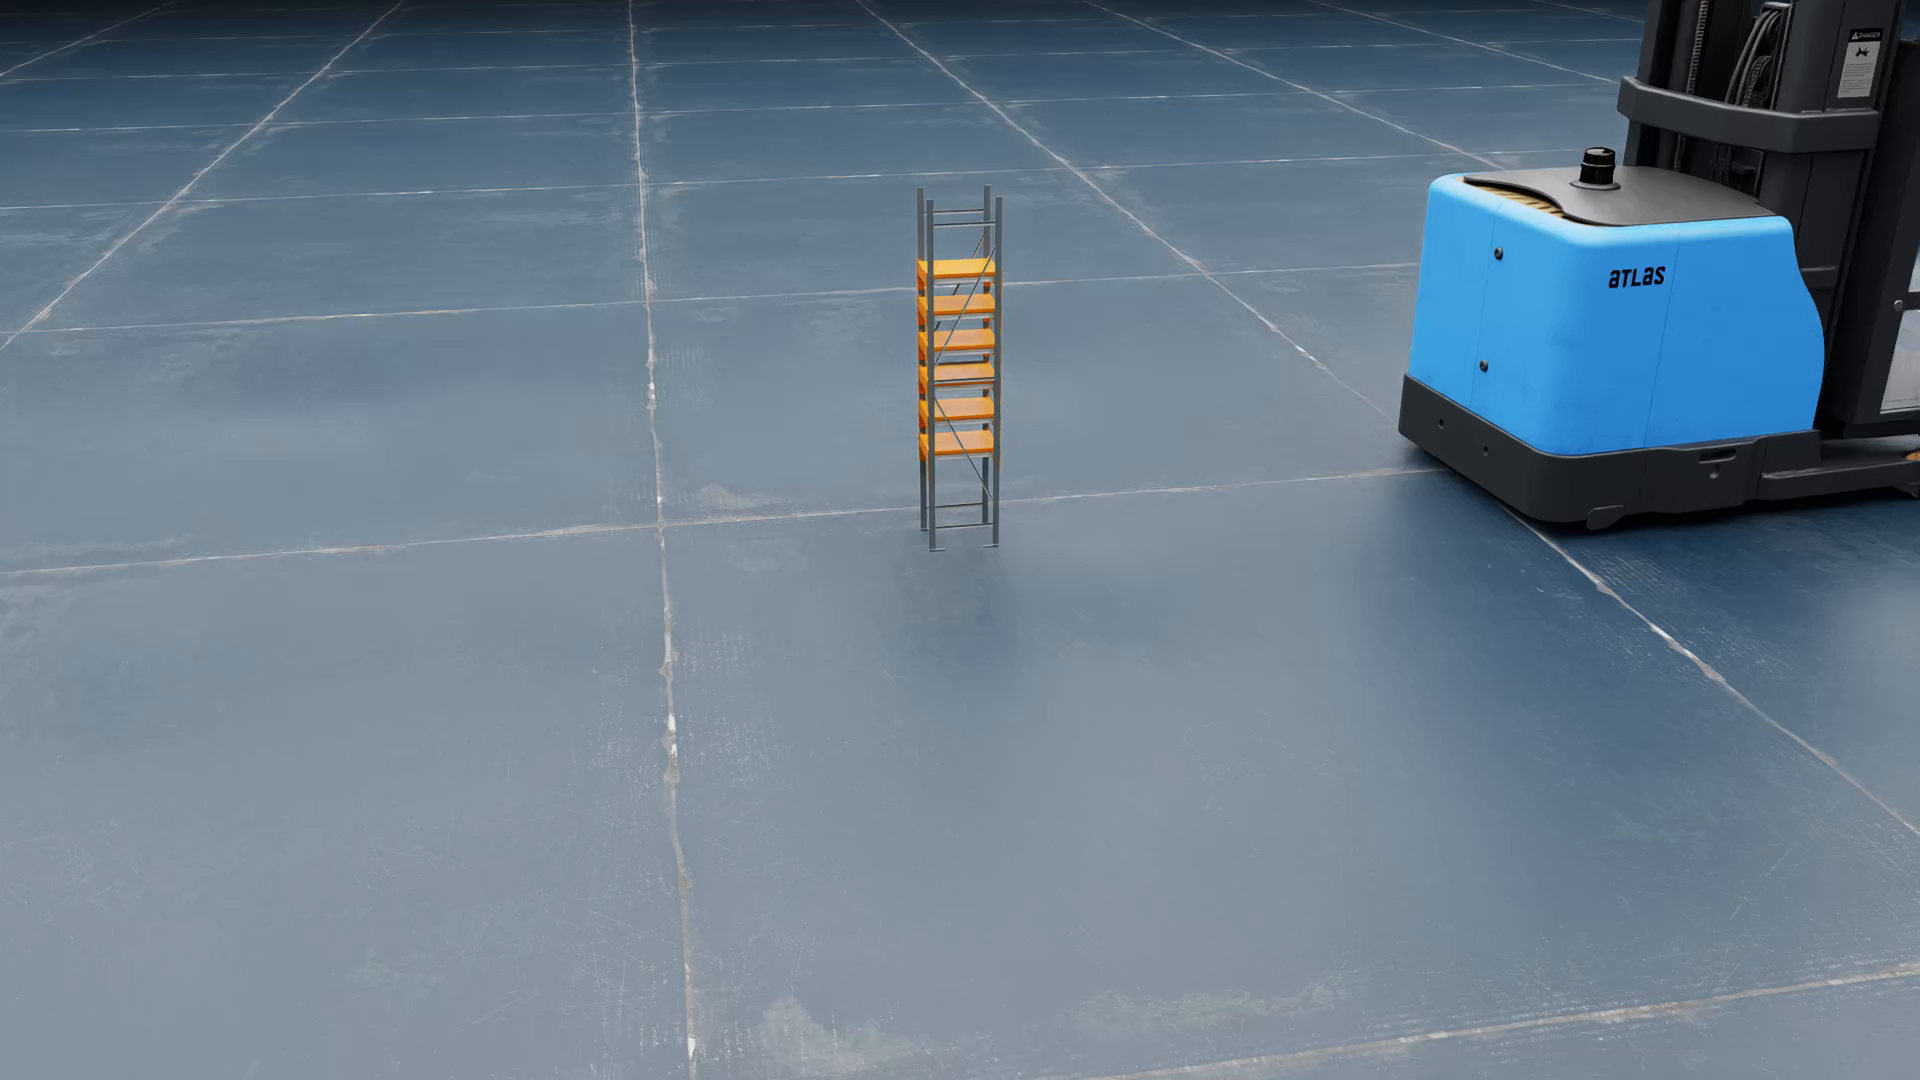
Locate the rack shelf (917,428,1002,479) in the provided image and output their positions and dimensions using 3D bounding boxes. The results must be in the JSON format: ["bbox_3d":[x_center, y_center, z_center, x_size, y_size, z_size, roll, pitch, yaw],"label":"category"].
[{"bbox_3d":[-0.003,-0.295,5.637,0.258,0.103,0.180,-4,24,-10],"label":"rack shelf"}]

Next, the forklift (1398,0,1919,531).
[{"bbox_3d":[3.300,-1.693,5.965,3.031,2.935,1.130,-6,24,-15],"label":"forklift"}]

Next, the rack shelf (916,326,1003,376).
[{"bbox_3d":[-0.003,-0.625,5.493,0.258,0.103,0.180,-4,24,-10],"label":"rack shelf"}]

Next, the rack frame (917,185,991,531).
[{"bbox_3d":[-0.020,-0.592,5.605,0.240,1.200,0.006,-4,24,-10],"label":"rack frame"}]

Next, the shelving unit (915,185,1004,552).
[{"bbox_3d":[-0.003,-0.556,5.523,0.258,1.200,0.189,-4,24,-10],"label":"shelving unit"}]

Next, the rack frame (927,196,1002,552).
[{"bbox_3d":[0.014,-0.520,5.440,0.240,1.200,0.006,-4,24,-10],"label":"rack frame"}]

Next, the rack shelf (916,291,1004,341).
[{"bbox_3d":[-0.003,-0.735,5.445,0.258,0.103,0.180,-4,24,-10],"label":"rack shelf"}]

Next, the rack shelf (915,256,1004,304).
[{"bbox_3d":[-0.003,-0.845,5.397,0.258,0.103,0.180,-4,24,-10],"label":"rack shelf"}]

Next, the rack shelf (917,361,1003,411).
[{"bbox_3d":[-0.003,-0.515,5.541,0.258,0.103,0.180,-4,24,-10],"label":"rack shelf"}]

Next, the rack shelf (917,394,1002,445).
[{"bbox_3d":[-0.003,-0.405,5.589,0.258,0.103,0.180,-4,24,-10],"label":"rack shelf"}]
